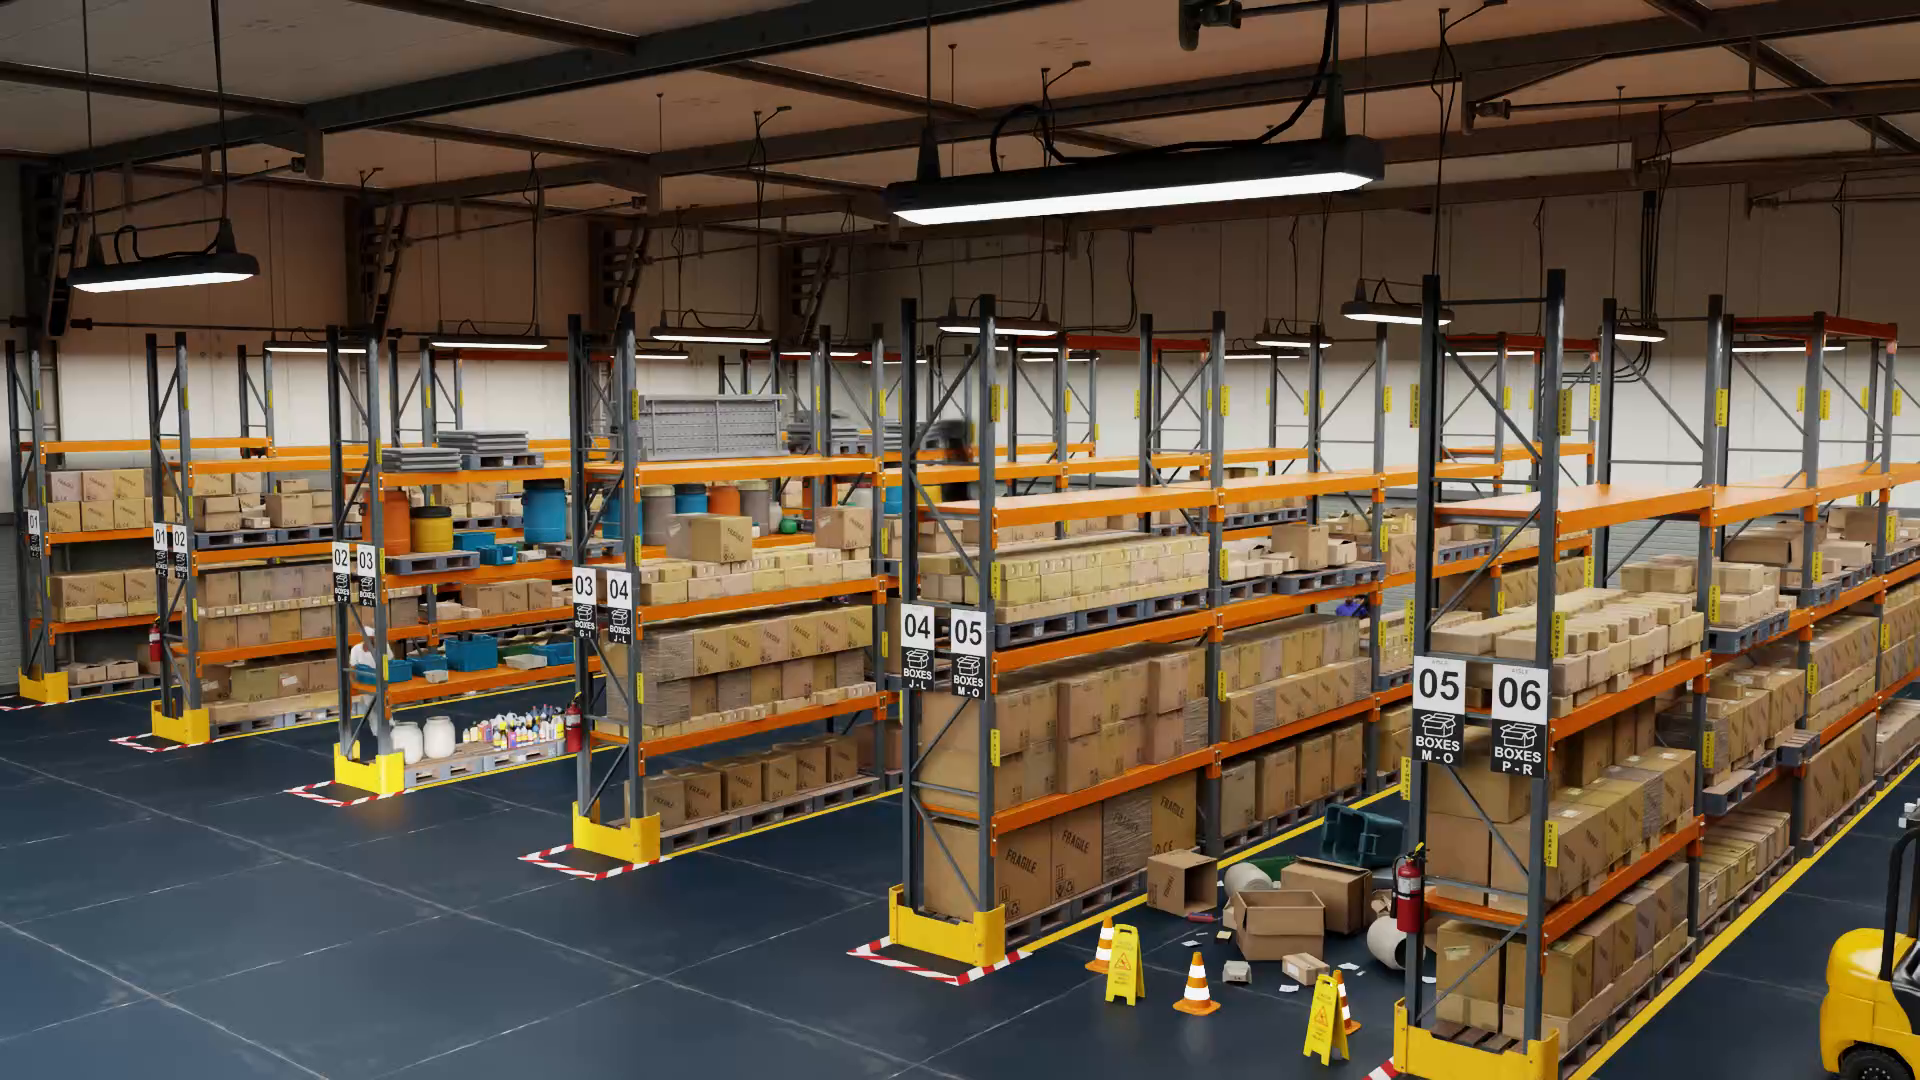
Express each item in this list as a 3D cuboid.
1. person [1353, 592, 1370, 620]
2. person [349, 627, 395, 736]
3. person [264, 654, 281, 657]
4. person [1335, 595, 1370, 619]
[{"bbox_3d":[7.719,1.443,31.720,0.647,1.767,0.851,0,5,5],"label":"person"},{"bbox_3d":[-8.751,2.102,24.827,0.708,1.684,0.791,-1,5,-15],"label":"person"},{"bbox_3d":[-11.379,1.881,27.554,0.601,1.642,0.929,3,6,29],"label":"person"},{"bbox_3d":[6.844,1.724,29.174,0.547,1.700,0.842,3,6,31],"label":"person"}]
